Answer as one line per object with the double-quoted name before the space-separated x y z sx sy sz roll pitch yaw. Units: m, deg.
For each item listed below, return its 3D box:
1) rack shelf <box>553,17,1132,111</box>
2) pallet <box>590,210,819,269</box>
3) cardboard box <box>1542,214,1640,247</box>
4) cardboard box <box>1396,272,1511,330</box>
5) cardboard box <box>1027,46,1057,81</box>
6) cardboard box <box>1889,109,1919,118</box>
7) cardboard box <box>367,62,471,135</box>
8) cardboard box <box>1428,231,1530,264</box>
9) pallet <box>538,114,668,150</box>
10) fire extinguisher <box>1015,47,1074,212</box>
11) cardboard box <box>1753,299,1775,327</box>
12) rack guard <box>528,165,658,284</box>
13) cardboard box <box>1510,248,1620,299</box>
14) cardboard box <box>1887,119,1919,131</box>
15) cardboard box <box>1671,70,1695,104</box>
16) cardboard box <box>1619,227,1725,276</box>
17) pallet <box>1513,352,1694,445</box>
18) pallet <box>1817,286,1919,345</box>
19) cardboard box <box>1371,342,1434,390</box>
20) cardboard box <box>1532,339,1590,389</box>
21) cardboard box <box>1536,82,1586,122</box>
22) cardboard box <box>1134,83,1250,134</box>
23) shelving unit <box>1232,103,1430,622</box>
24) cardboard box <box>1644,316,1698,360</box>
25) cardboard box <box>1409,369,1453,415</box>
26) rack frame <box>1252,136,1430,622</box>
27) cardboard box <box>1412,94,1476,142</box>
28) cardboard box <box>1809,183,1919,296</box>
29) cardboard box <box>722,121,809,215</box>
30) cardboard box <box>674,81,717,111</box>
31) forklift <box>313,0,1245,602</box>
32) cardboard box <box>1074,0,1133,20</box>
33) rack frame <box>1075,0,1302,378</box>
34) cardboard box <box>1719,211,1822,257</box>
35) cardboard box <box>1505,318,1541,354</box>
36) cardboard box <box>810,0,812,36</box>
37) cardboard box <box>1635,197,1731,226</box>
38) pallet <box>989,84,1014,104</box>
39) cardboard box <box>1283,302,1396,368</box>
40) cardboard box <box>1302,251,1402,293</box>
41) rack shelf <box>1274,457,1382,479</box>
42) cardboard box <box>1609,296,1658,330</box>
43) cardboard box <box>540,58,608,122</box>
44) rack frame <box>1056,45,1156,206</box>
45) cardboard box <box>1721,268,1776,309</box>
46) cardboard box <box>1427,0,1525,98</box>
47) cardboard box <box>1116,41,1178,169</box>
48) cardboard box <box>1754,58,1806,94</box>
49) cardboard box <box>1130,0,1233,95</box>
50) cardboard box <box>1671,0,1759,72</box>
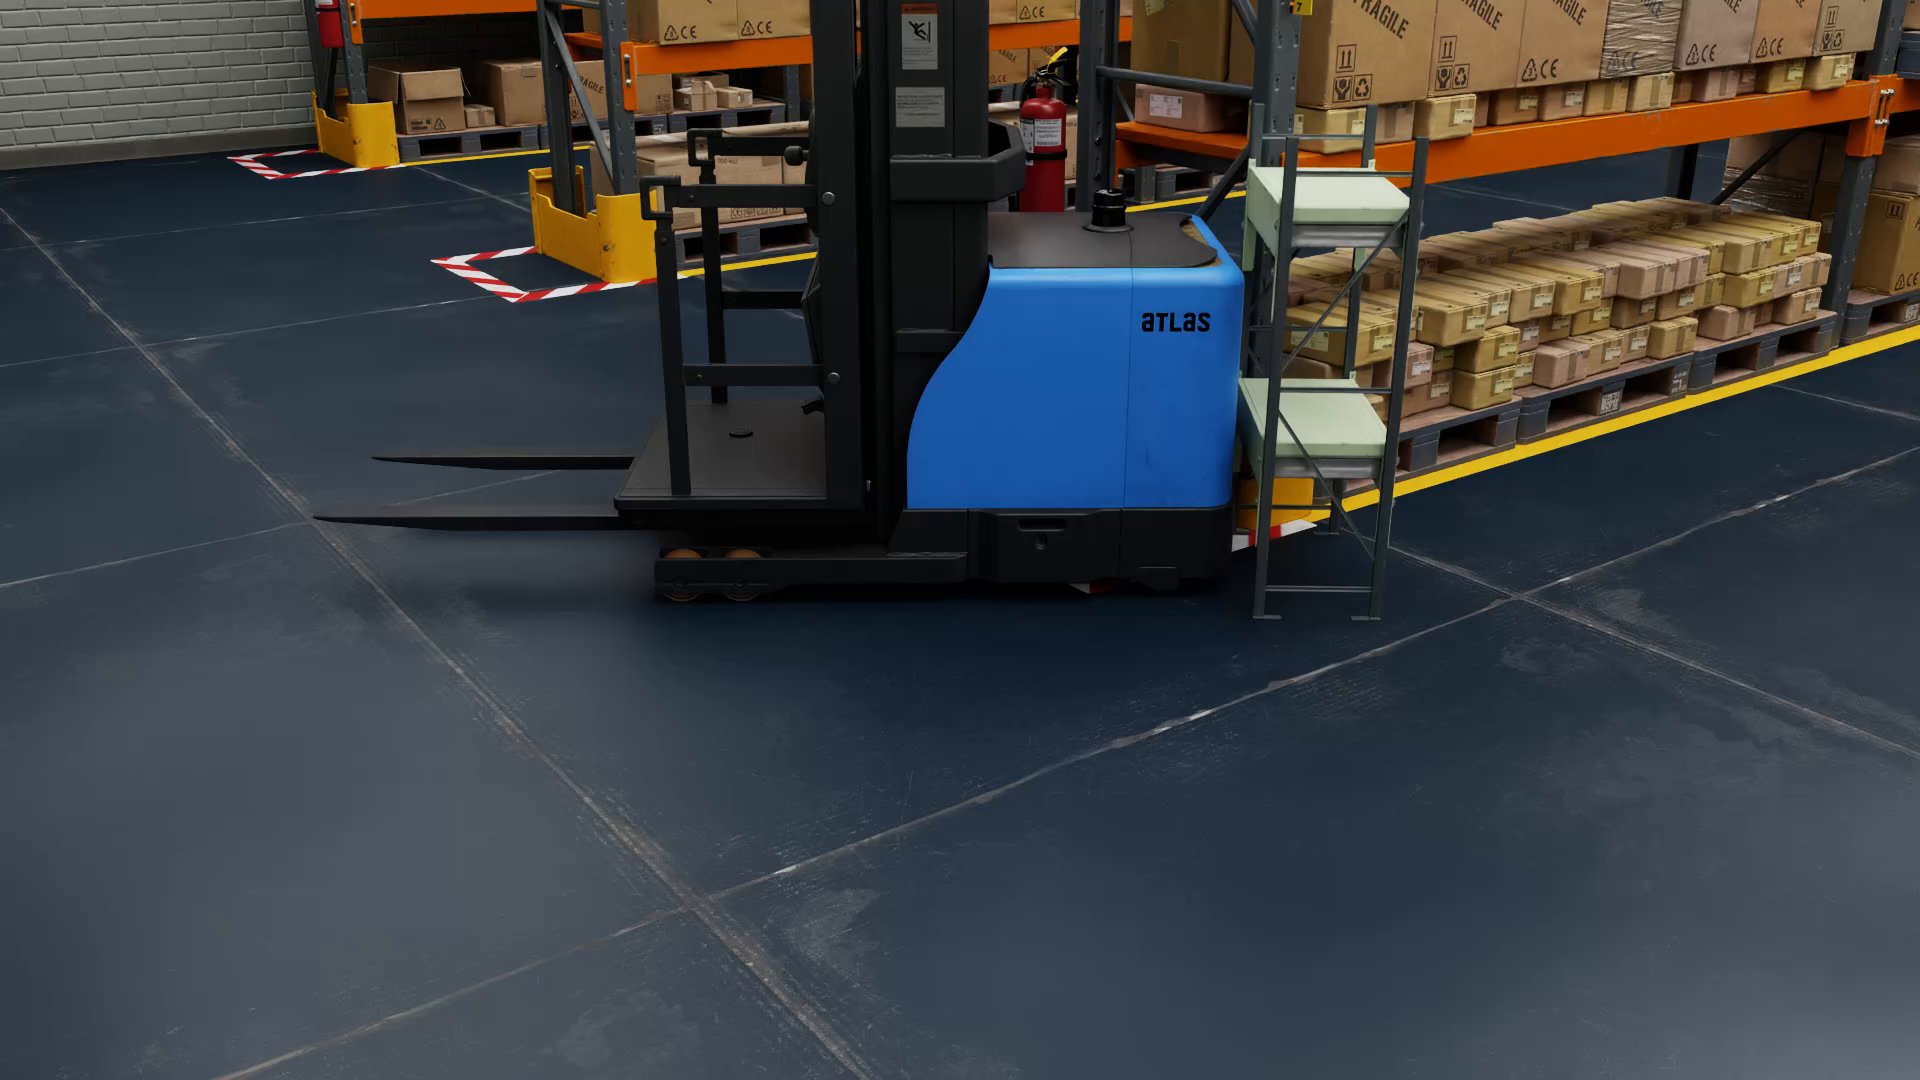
"rack shelf" -0.566 -3.181 10.792 4.000 0.370 1.077 -15 26 -33
"pallet" -1.586 -1.984 10.584 1.213 0.211 1.003 -15 26 -33
"cardboard box" 2.996 -1.441 7.939 0.250 0.149 0.380 -16 27 -34
"cardboard box" 1.993 -0.964 6.743 0.250 0.149 0.380 -16 27 -35
"cardboard box" 0.772 -5.079 17.384 0.500 0.500 0.500 -15 26 -34
"cardboard box" 5.333 -2.327 9.474 0.500 0.250 0.500 -16 27 -35
"cardboard box" -4.540 -3.715 13.960 0.637 0.503 0.797 -16 27 -35
"cardboard box" 2.346 -1.285 7.548 0.250 0.149 0.380 -15 26 -33
"pallet" -3.394 -3.732 14.964 1.213 0.211 1.003 -15 26 -33
"fire extinguisher" 0.309 -1.490 6.192 0.183 0.674 0.296 -15 26 -33
"cardboard box" 3.651 -1.134 7.970 0.250 0.149 0.380 -14 26 -31
"rack guard" -2.209 -1.916 10.024 0.348 0.500 1.175 -15 26 -33
"cardboard box" 2.612 -1.148 7.203 0.250 0.149 0.380 -15 26 -33
"cardboard box" 5.215 -2.060 8.805 0.500 0.250 0.500 -14 26 -31
"cardboard box" 2.873 -1.948 7.071 0.250 0.149 0.380 -15 26 -34
"cardboard box" 3.255 -1.317 7.627 0.250 0.149 0.380 -14 26 -31
"pallet" 2.514 -0.764 7.527 1.213 0.211 1.003 -15 26 -33
"pallet" 4.661 -1.355 9.007 1.213 0.211 1.003 -15 26 -33
"cardboard box" 1.614 -0.703 6.489 0.250 0.149 0.380 -15 26 -33
"cardboard box" 2.434 -0.774 7.070 0.250 0.149 0.380 -16 27 -35
"cardboard box" 2.251 -1.773 6.632 0.250 0.149 0.380 -16 27 -34
"cardboard box" 0.883 -1.654 6.333 0.250 0.149 0.380 -15 26 -33
"shelving unit" 1.139 -0.581 5.329 0.431 1.500 0.755 1 22 2
"cardboard box" 3.071 -0.941 7.486 0.250 0.149 0.380 -15 26 -33
"cardboard box" 1.758 -0.640 6.734 0.250 0.149 0.380 -15 26 -32
"rack frame" 1.126 -0.446 4.989 0.400 1.500 0.023 1 22 2
"cardboard box" 1.670 -1.580 6.147 0.250 0.149 0.380 -16 27 -34
"cardboard box" 4.785 -1.595 8.653 0.500 0.500 0.500 -14 26 -31
"cardboard box" -0.974 -2.461 10.907 0.875 0.438 0.875 -14 26 -31
"cardboard box" -2.415 -4.080 15.196 0.258 0.266 0.396 -14 26 -31
"forklift" -0.627 -1.329 5.359 3.031 2.867 1.129 0 22 -1
"cardboard box" 0.830 -3.818 11.281 0.500 0.500 0.500 -15 26 -32
"rack frame" 0.783 -1.615 5.897 0.127 3.000 1.000 -15 26 -33
"cardboard box" 3.893 -1.473 8.018 0.250 0.149 0.380 -14 26 -31
"cardboard box" 2.192 -0.891 6.961 0.250 0.149 0.380 -16 27 -35
"cardboard box" -0.815 -3.369 10.157 0.500 0.500 0.500 -15 26 -33
"cardboard box" 3.629 -1.616 8.376 0.250 0.149 0.380 -14 26 -31
"pallet" -0.215 -4.599 17.136 1.213 0.211 1.003 -15 26 -33
"cardboard box" 1.407 -0.774 6.265 0.250 0.149 0.380 -16 27 -35
"cardboard box" 1.686 -1.122 7.137 0.250 0.149 0.380 -16 27 -35
"rack shelf" 1.139 -0.345 5.423 0.332 0.071 0.664 1 22 2
"cardboard box" 2.855 -1.063 7.392 0.250 0.149 0.380 -16 27 -35
"cardboard box" -3.336 -3.971 14.606 0.500 0.500 0.500 -14 26 -32
"rack frame" 1.057 -3.948 11.744 0.127 3.000 1.000 -15 26 -33
"cardboard box" 3.540 -1.201 7.737 0.250 0.149 0.380 -16 27 -35
"cardboard box" 1.729 -1.937 6.168 0.500 0.500 0.500 -15 26 -33
"cardboard box" 1.514 -3.315 12.456 0.875 0.875 0.875 -14 26 -31
"cardboard box" 3.538 -2.104 7.460 0.250 0.149 0.380 -14 26 -31
"cardboard box" 0.998 -1.975 6.261 0.500 0.500 0.500 -14 26 -32
"cardboard box" 2.976 -2.257 6.968 0.500 0.500 0.500 -15 26 -33
